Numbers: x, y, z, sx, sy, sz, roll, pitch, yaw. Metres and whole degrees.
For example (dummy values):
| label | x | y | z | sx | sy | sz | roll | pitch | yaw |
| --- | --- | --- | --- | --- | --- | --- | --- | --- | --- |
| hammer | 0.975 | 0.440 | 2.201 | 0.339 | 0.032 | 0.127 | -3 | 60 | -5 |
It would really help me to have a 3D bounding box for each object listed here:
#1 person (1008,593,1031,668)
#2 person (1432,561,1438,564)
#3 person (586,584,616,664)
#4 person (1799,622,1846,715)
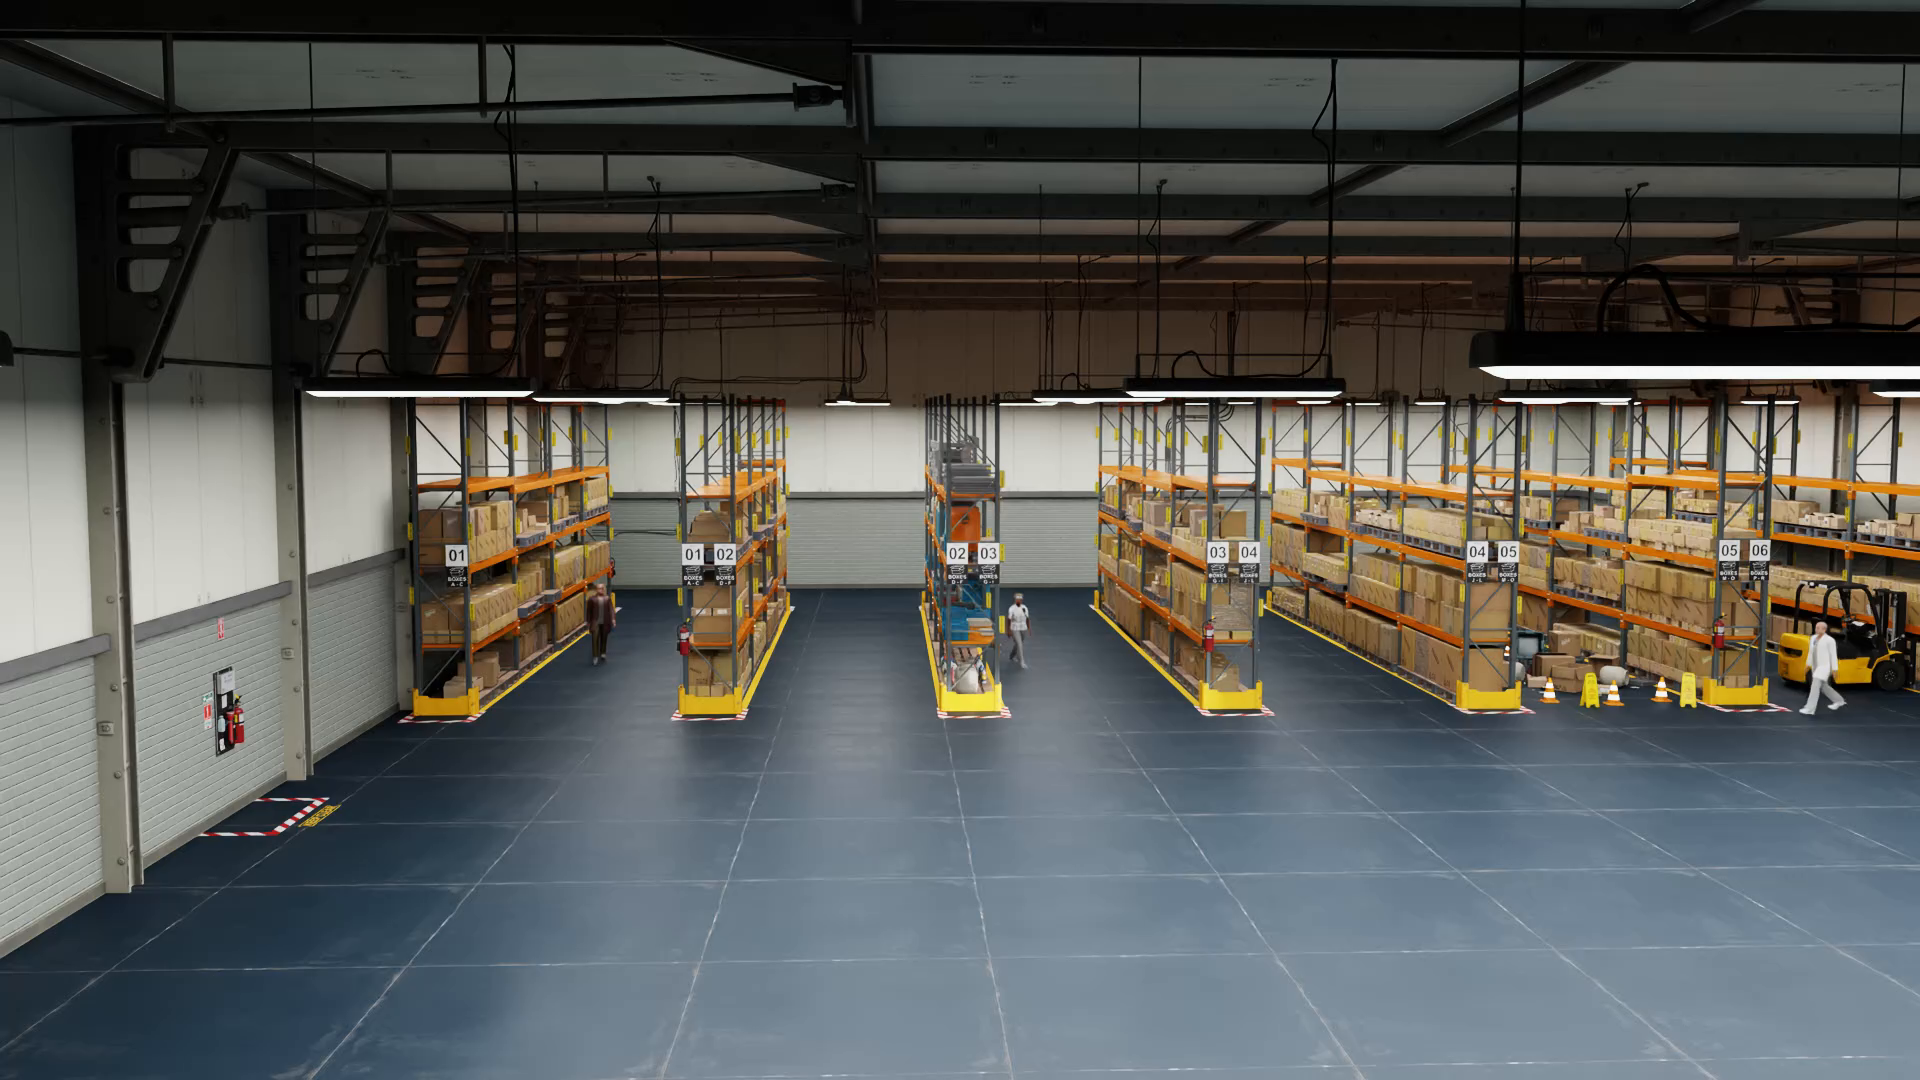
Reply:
| label | x | y | z | sx | sy | sz | roll | pitch | yaw |
| --- | --- | --- | --- | --- | --- | --- | --- | --- | --- |
| person | 1.291 | 1.979 | 36.814 | 0.444 | 1.629 | 1.070 | -2 | 5 | -27 |
| person | 14.398 | 0.921 | 49.826 | 0.996 | 1.733 | 0.559 | -1 | 5 | -13 |
| person | -8.104 | 1.868 | 37.554 | 0.662 | 1.746 | 1.036 | -1 | 5 | -16 |
| person | 16.158 | 2.389 | 31.143 | 1.112 | 1.736 | 0.614 | -1 | 5 | -14 |
